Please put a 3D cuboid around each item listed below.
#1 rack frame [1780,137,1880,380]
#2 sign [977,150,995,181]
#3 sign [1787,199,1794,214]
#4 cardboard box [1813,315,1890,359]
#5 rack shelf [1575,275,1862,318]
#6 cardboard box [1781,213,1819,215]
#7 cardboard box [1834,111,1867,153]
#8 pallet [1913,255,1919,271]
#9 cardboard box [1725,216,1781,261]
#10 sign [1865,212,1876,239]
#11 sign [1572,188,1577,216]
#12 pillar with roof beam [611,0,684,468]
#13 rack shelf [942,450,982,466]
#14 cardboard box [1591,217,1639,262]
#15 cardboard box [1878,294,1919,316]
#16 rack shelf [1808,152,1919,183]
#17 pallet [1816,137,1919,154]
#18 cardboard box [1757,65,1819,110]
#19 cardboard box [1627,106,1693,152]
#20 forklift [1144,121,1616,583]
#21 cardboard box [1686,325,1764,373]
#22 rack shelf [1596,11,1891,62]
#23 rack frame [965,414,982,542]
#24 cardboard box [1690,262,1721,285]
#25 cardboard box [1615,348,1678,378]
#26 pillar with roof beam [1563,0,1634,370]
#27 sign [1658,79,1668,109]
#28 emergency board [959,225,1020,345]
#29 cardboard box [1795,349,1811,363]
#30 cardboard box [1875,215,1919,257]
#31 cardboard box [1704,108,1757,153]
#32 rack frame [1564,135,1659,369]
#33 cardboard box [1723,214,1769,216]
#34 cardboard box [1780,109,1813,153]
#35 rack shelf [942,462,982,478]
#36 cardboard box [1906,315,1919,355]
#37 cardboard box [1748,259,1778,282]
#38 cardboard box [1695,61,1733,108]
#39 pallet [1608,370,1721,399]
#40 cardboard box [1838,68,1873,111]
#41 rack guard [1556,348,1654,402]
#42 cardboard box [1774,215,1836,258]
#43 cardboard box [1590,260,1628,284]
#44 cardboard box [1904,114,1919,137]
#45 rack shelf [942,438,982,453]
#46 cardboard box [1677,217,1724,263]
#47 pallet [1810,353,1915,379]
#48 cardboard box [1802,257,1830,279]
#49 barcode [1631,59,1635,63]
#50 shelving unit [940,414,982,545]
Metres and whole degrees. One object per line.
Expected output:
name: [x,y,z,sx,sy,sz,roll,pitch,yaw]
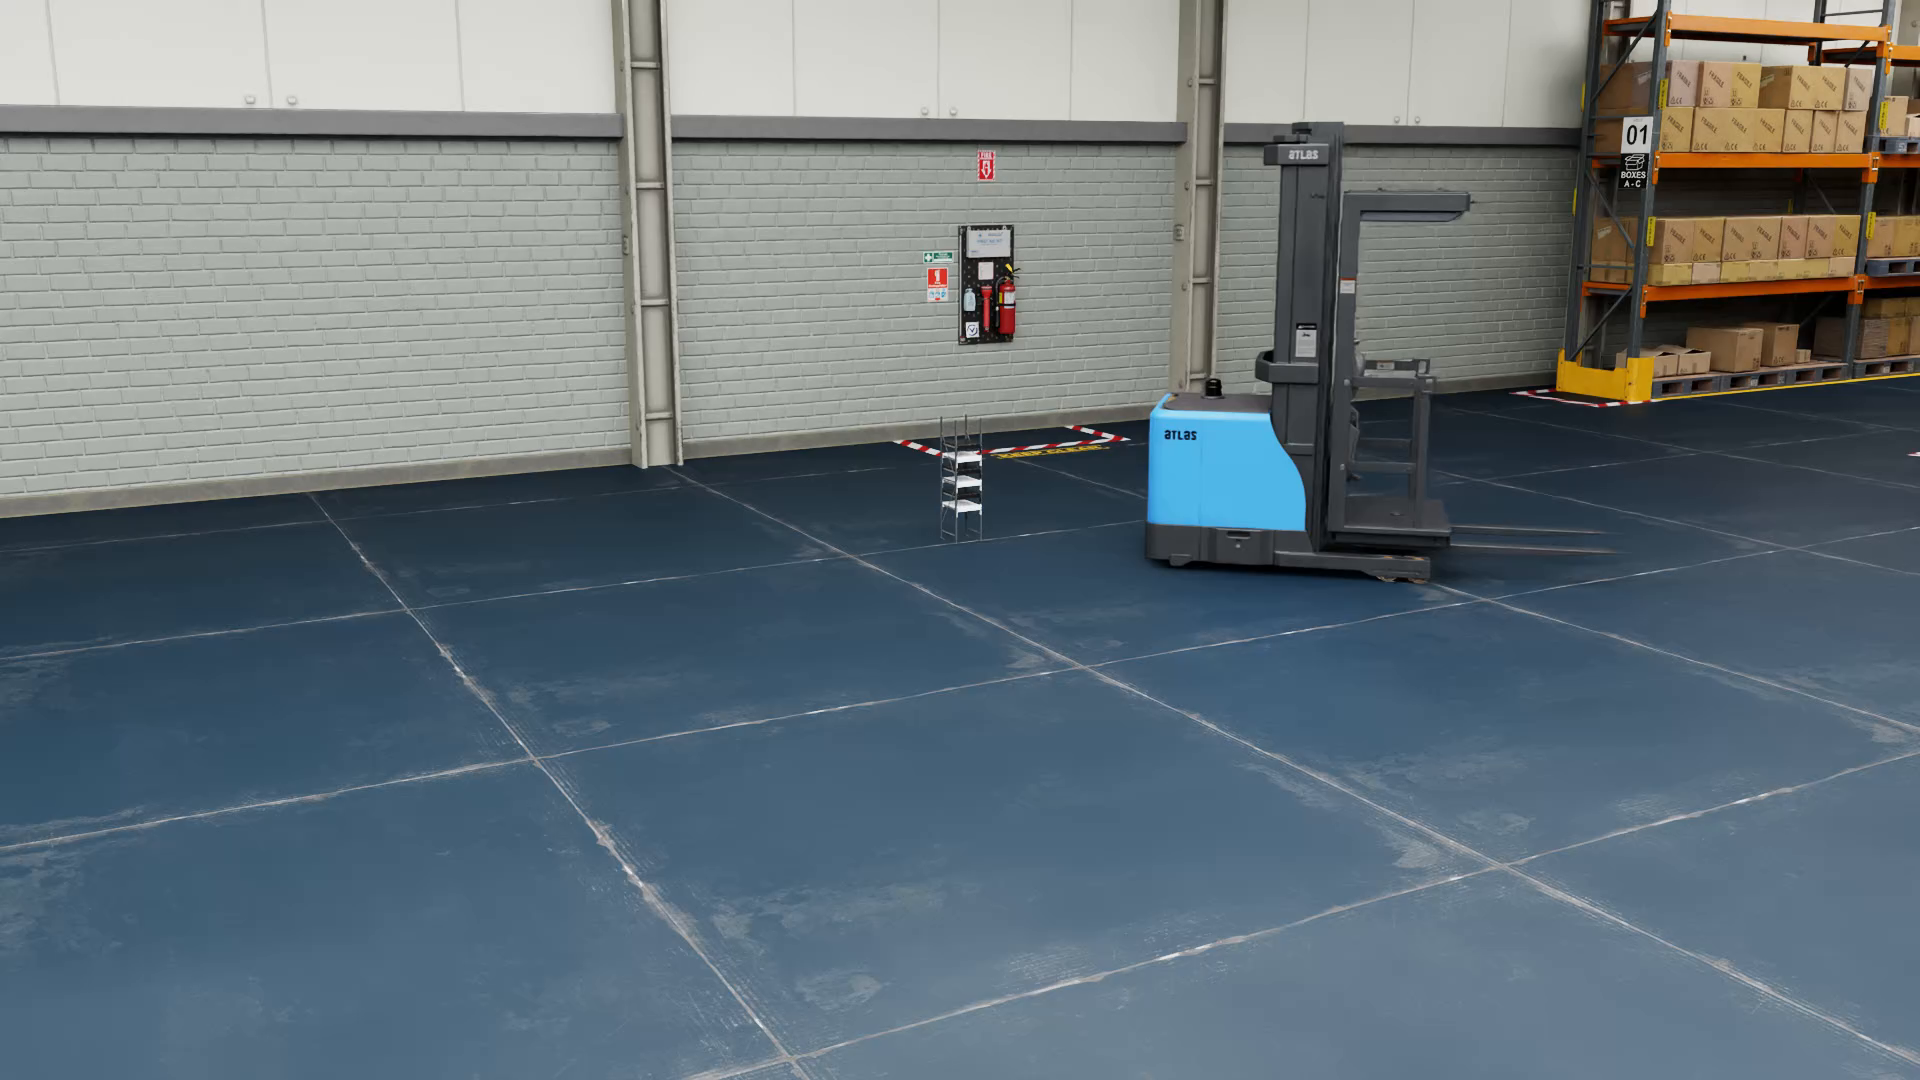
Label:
rack frame: [11.079,-3.601,21.279,0.127,3.000,1.000,-7,14,-28]
sign: [0.260,-3.686,16.377,0.199,0.298,0.001,-7,14,-28]
sign: [10.810,-4.273,21.625,0.005,0.325,0.100,-7,14,-28]
cardboard box: [11.717,-2.677,21.863,0.500,0.500,0.700,-6,14,-26]
rack shelf: [9.324,-3.040,20.423,4.000,0.370,1.077,-7,14,-28]
cardboard box: [10.567,-3.894,21.170,0.500,0.500,0.500,-7,15,-29]
cardboard box: [10.752,-5.022,20.487,0.500,0.500,0.500,-6,14,-26]
pallet: [12.872,-3.712,22.209,1.213,0.211,1.003,-7,14,-28]
cardboard box: [9.474,-3.635,20.017,0.500,0.500,0.500,-6,14,-26]
sign: [11.346,-3.920,20.723,0.005,0.325,0.100,-7,14,-28]
sign: [7.320,-4.008,19.732,0.005,0.325,0.100,-7,14,-28]
pillar with roof beam: [-0.702,-4.255,10.522,0.400,9.000,9.100,-7,14,-28]
rack shelf: [0.007,-0.583,11.982,0.200,0.077,0.258,-7,14,-28]
cardboard box: [7.880,-3.573,19.743,0.500,0.500,0.500,-7,14,-28]
cardboard box: [12.557,-3.145,22.236,0.500,0.250,0.500,-7,15,-29]
rack shelf: [12.835,-4.924,21.963,4.000,0.370,1.077,-7,14,-28]
pallet: [11.672,-5.017,21.167,1.003,0.211,1.213,-7,14,-28]
cardboard box: [9.840,-5.389,19.842,0.500,0.500,0.500,-7,15,-30]
cardboard box: [7.982,-4.689,19.009,0.500,0.500,0.500,-6,14,-26]
forklift: [2.827,-1.275,11.099,3.031,2.935,1.130,3,13,13]
cardboard box: [9.387,-2.358,20.448,0.500,0.500,0.700,-8,15,-31]
rack shelf: [9.324,-5.965,19.765,4.000,0.370,1.077,-7,14,-28]
rack frame: [0.096,-0.451,12.062,0.006,0.900,0.240,-7,14,-28]
cardboard box: [8.598,-3.164,19.634,0.500,0.250,0.500,-7,15,-30]
cardboard box: [8.219,-2.139,19.902,0.500,0.311,0.500,-9,15,-34]
pillar with roof beam: [9.831,-5.518,16.132,0.400,9.000,9.100,-7,14,-28]
sign: [7.828,-4.966,18.519,0.005,0.325,0.100,-7,14,-28]
emergency board: [0.315,-2.537,16.550,0.643,1.169,0.194,-7,14,-28]
cardboard box: [10.624,-2.371,21.266,0.250,0.166,0.380,-9,16,-35]
cardboard box: [12.036,-3.969,21.683,0.500,0.500,0.700,-5,14,-22]
cardboard box: [8.924,-4.794,19.475,0.500,0.500,0.500,-6,14,-25]
rack frame: [7.568,-3.180,19.409,0.127,3.000,1.000,-7,14,-28]
cardboard box: [9.671,-3.789,20.703,0.500,0.500,0.500,-6,14,-26]
cardboard box: [9.836,-4.906,19.972,0.500,0.500,0.500,-7,15,-30]
rack shelf: [0.007,-0.495,12.002,0.200,0.077,0.258,-7,14,-28]
cardboard box: [12.614,-2.787,22.352,0.500,0.500,0.700,-7,14,-27]
cardboard box: [9.492,-3.270,20.102,0.500,0.250,0.500,-7,14,-27]
cardboard box: [8.487,-5.227,19.120,0.500,0.500,0.500,-7,14,-29]
pallet: [8.365,-1.907,20.100,1.213,0.211,1.003,-7,14,-28]
cardboard box: [10.769,-5.506,20.360,0.500,0.500,0.500,-8,15,-33]
rack guard: [7.635,-1.969,19.719,0.348,0.500,1.175,-7,14,-28]
cardboard box: [10.377,-3.741,20.487,0.500,0.500,0.500,-7,14,-28]
cardboard box: [7.886,-3.203,19.808,0.500,0.250,0.500,-7,14,-27]
cardboard box: [12.138,-5.333,21.388,0.500,0.311,0.500,-6,14,-26]
rack shelf: [0.007,-0.671,11.962,0.200,0.077,0.258,-7,14,-28]
cardboard box: [8.570,-3.525,19.529,0.500,0.500,0.500,-7,14,-28]
pallet: [11.762,-2.323,21.950,1.213,0.211,1.003,-7,14,-28]
cardboard box: [10.367,-3.379,20.586,0.500,0.250,0.500,-7,14,-28]
barcode: [7.952,-5.644,19.653,0.075,0.075,0.001,-7,14,-28]
shelving unit: [0.007,-0.440,12.014,0.210,0.900,0.258,-7,14,-28]
